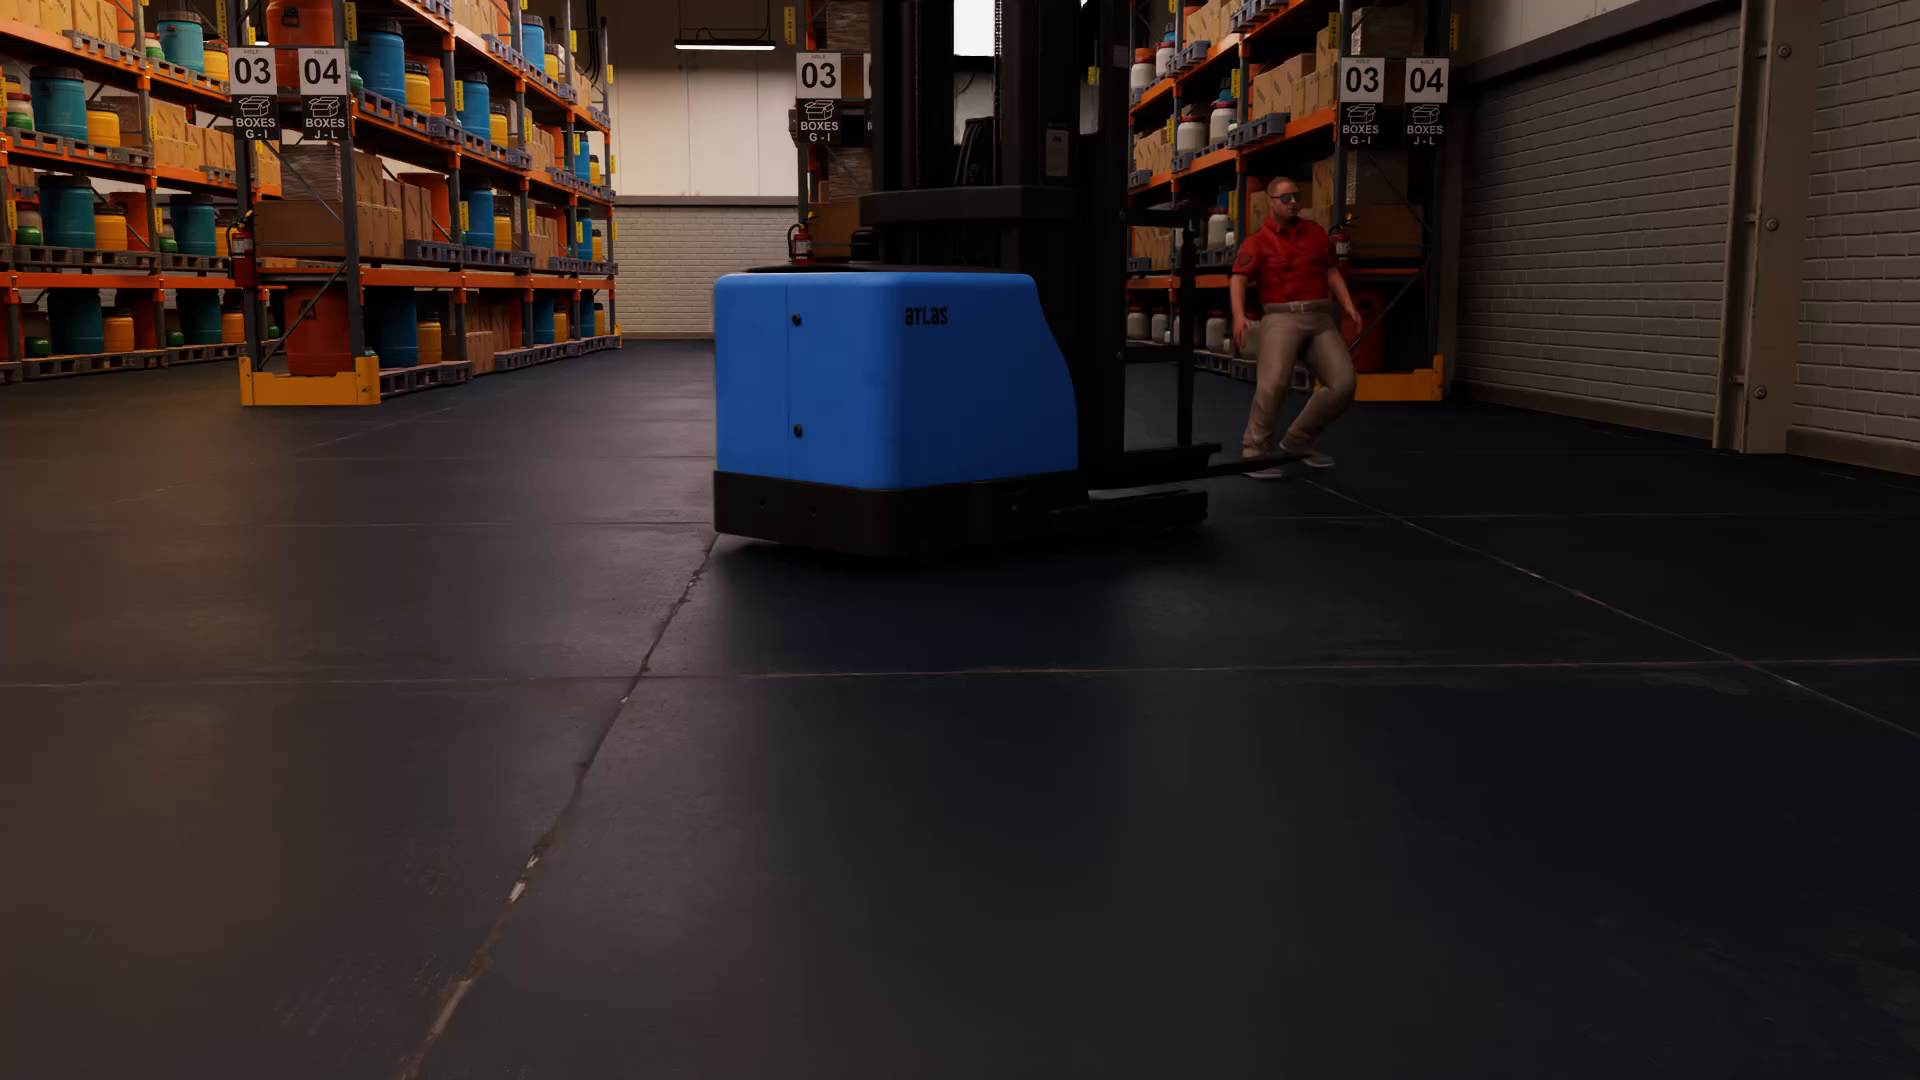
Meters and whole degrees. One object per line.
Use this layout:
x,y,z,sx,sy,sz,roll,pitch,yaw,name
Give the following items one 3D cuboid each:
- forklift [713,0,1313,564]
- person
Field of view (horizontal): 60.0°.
0.420,-1.523,7.086,1.130,2.935,3.031,8,12,44,forklift
1.810,-1.170,9.098,0.792,1.628,0.601,-2,9,-16,person
